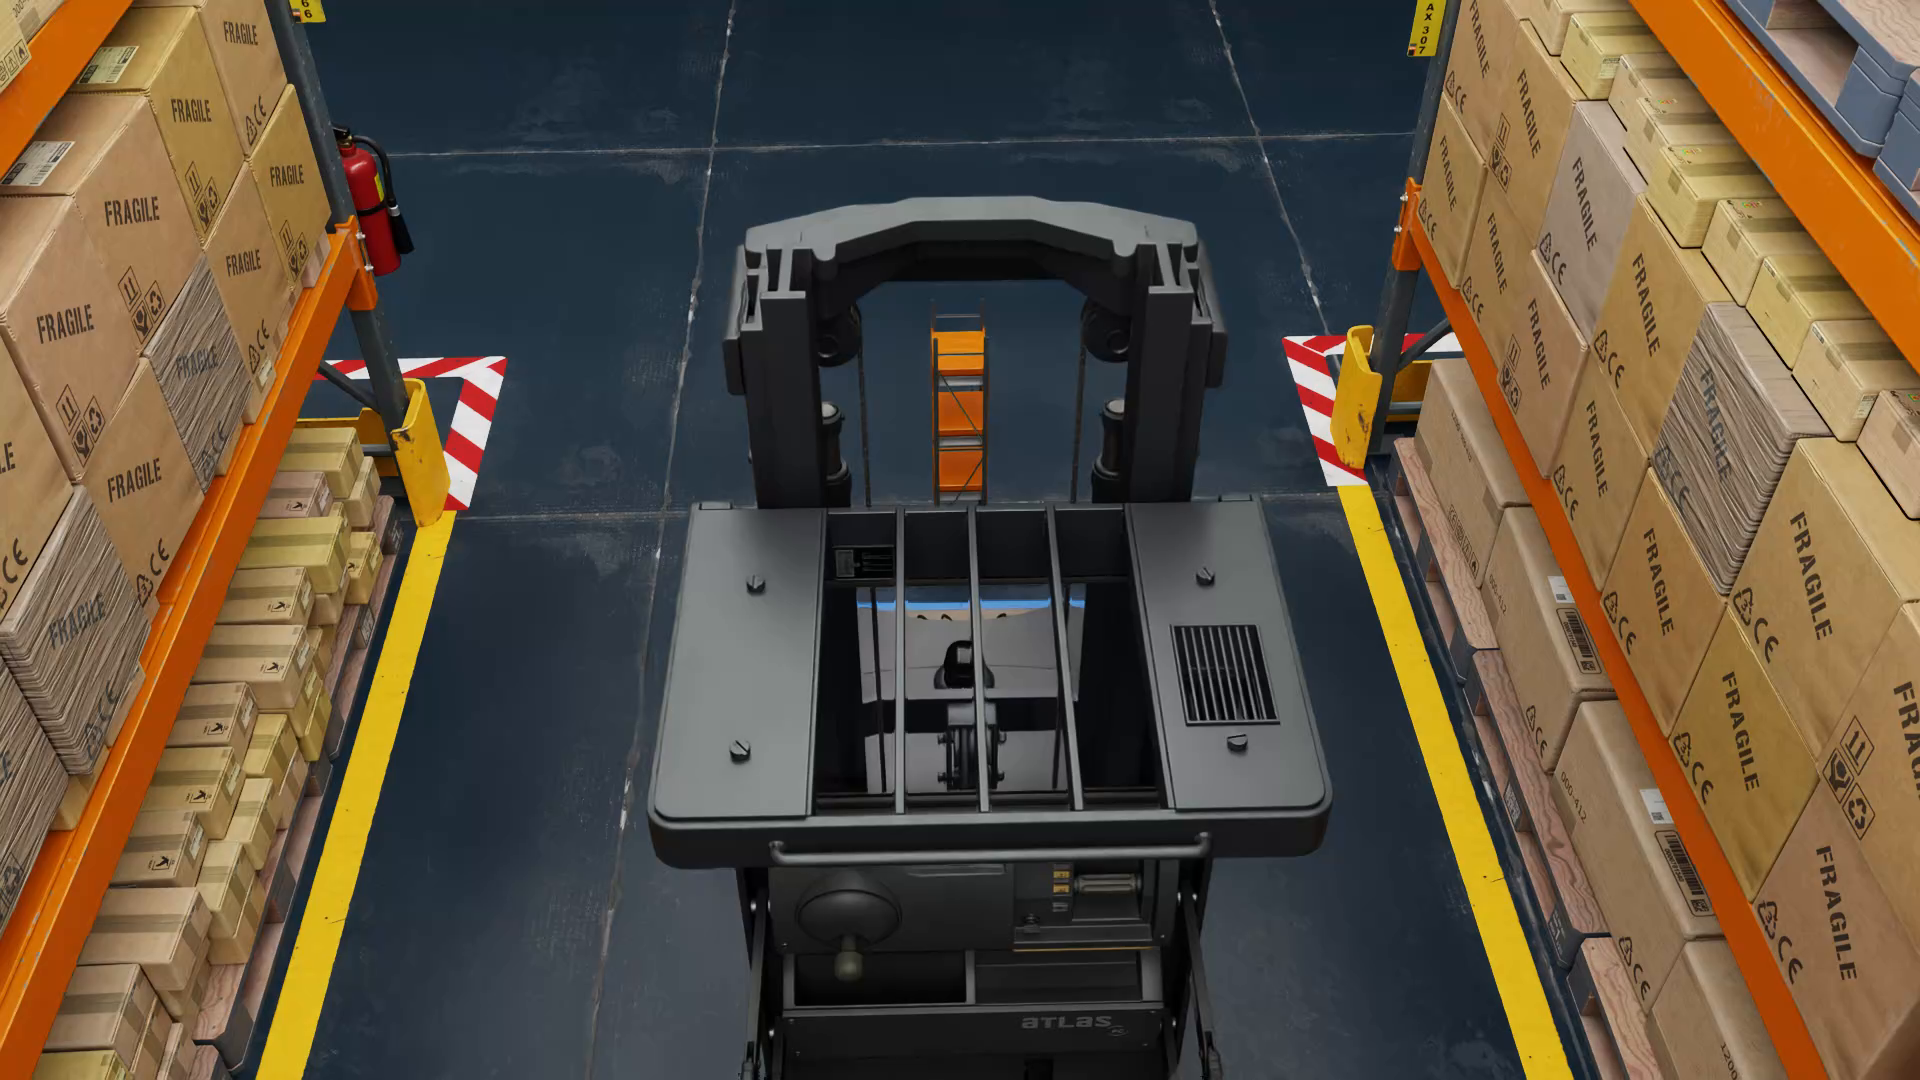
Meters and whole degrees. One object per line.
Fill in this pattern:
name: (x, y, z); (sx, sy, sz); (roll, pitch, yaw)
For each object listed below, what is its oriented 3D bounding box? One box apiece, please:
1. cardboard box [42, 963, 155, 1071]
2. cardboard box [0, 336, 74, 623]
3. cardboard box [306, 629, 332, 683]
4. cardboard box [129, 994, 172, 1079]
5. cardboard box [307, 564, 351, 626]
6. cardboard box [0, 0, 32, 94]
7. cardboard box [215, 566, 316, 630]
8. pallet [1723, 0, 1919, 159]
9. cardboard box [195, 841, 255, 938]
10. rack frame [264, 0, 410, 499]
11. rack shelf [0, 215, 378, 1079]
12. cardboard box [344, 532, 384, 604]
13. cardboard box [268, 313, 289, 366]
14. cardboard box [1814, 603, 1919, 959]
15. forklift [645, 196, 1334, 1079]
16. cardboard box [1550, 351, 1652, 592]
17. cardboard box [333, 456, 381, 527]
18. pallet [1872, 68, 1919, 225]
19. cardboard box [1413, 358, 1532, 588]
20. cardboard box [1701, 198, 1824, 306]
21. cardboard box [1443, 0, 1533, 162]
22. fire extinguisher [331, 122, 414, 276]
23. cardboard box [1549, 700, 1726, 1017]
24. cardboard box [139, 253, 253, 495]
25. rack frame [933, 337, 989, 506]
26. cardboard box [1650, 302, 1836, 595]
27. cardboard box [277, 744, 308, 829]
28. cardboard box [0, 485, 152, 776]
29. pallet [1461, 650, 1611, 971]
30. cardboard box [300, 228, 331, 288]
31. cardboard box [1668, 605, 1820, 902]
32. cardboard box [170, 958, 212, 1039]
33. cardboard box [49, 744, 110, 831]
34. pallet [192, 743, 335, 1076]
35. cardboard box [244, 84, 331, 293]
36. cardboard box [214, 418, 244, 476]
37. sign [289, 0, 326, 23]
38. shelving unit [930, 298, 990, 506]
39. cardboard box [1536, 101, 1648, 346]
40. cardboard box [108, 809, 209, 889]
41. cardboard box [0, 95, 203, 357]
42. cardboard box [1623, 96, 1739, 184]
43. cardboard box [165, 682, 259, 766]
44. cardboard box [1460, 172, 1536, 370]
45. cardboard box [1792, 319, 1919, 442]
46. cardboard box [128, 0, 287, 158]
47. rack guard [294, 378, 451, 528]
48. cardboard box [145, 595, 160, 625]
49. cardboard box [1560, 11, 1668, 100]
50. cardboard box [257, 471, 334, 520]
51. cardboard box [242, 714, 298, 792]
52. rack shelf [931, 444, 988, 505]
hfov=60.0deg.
cardboard box: (-2.416, 1.295, 4.476); (0.380, 0.149, 0.250); (-3, 43, -3)
cardboard box: (-2.366, -0.128, 3.636); (0.500, 0.500, 0.500); (-1, 43, -1)
cardboard box: (-2.440, 0.452, 5.836); (0.380, 0.149, 0.250); (-1, 43, -1)
cardboard box: (-2.413, 1.408, 4.573); (0.380, 0.149, 0.250); (-4, 43, -4)
cardboard box: (-2.401, 0.174, 5.919); (0.380, 0.149, 0.250); (-3, 43, -4)
cardboard box: (-2.369, -1.024, 3.539); (0.500, 0.250, 0.500); (0, 43, 0)
cardboard box: (-2.417, 0.235, 5.633); (0.380, 0.149, 0.250); (-3, 43, -4)
pallet: (2.306, -1.268, 3.759); (1.003, 0.211, 1.213); (-2, 43, -2)
cardboard box: (-2.349, 1.049, 4.964); (0.380, 0.149, 0.250); (-2, 43, -2)
rack frame: (-2.732, -1.311, 5.960); (1.000, 3.000, 0.127); (-2, 43, -2)
rack shelf: (-2.647, 0.304, 4.731); (1.077, 0.370, 4.000); (-2, 43, -2)
cardboard box: (-2.389, 0.105, 6.214); (0.380, 0.149, 0.250); (0, 43, 0)
cardboard box: (-2.437, -0.669, 5.445); (0.380, 0.149, 0.250); (-2, 43, -2)
cardboard box: (2.083, 0.463, 3.211); (0.500, 0.500, 0.500); (-2, 43, -2)
forklift: (0.039, 0.883, 3.618); (1.130, 2.935, 3.031); (-1, 43, -1)
cardboard box: (2.034, -0.204, 4.678); (0.500, 0.500, 0.500); (0, 43, 0)
cardboard box: (-2.424, -0.176, 6.302); (0.380, 0.149, 0.250); (-3, 43, -3)
pallet: (2.355, -0.447, 2.863); (1.003, 0.211, 1.213); (-2, 43, -2)
cardboard box: (2.337, -0.289, 6.431); (0.875, 0.438, 0.875); (-3, 43, -3)
cardboard box: (2.032, -0.695, 3.994); (0.380, 0.149, 0.250); (-2, 43, -2)
cardboard box: (1.945, -1.595, 5.456); (0.500, 0.500, 0.500); (-3, 43, -3)
fire extinguisher: (-2.282, -1.328, 6.313); (0.296, 0.674, 0.183); (-2, 43, -2)
cardboard box: (2.421, 0.937, 5.093); (0.875, 0.438, 0.875); (-3, 43, -3)
cardboard box: (-2.408, -0.472, 4.751); (0.500, 0.500, 0.500); (-2, 43, -2)
rack frame: (0.003, -0.341, 6.345); (0.200, 1.050, 0.008); (-2, 43, -2)
cardboard box: (2.039, -0.223, 3.960); (0.500, 0.500, 0.500); (-1, 43, -1)
cardboard box: (-2.375, 0.808, 5.448); (0.380, 0.149, 0.250); (-1, 43, -1)
cardboard box: (-2.345, 0.226, 3.989); (0.500, 0.500, 0.500); (-2, 43, -3)
pallet: (2.370, 0.866, 5.649); (1.003, 0.211, 1.213); (-2, 43, -2)
cardboard box: (-2.436, -1.006, 5.814); (0.380, 0.149, 0.250); (-2, 43, -2)
cardboard box: (2.077, 0.489, 3.922); (0.500, 0.500, 0.500); (-3, 43, -3)
cardboard box: (-2.437, 1.334, 4.874); (0.380, 0.149, 0.250); (-3, 43, -4)
cardboard box: (-2.347, 0.575, 4.089); (0.380, 0.149, 0.250); (-1, 43, -1)
pallet: (-2.681, 1.139, 5.351); (1.003, 0.211, 1.213); (-2, 43, -2)
cardboard box: (-2.456, -1.162, 5.503); (0.500, 0.500, 0.500); (-1, 43, -1)
cardboard box: (-2.421, -0.318, 5.063); (0.380, 0.149, 0.250); (-3, 43, -4)
sign: (-2.177, -1.857, 5.465); (0.100, 0.325, 0.005); (-2, 43, -2)
shelving unit: (-0.002, -0.423, 6.435); (0.215, 1.050, 0.252); (-2, 43, -2)
cardboard box: (2.004, -0.899, 4.697); (0.500, 0.500, 0.500); (-2, 43, -2)
cardboard box: (-2.439, 0.939, 4.864); (0.380, 0.149, 0.250); (-3, 43, -4)
cardboard box: (-2.411, -0.832, 4.403); (0.500, 0.500, 0.500); (0, 43, 0)
cardboard box: (1.988, -1.042, 4.373); (0.380, 0.149, 0.250); (-1, 43, -1)
cardboard box: (-2.450, 0.596, 5.239); (0.380, 0.149, 0.250); (-3, 43, -3)
cardboard box: (1.992, -0.885, 5.422); (0.500, 0.500, 0.500); (-2, 43, -2)
cardboard box: (2.069, -0.352, 3.621); (0.380, 0.149, 0.250); (-2, 43, -2)
cardboard box: (-2.464, -1.524, 5.159); (0.500, 0.500, 0.500); (-2, 43, -3)
rack guard: (-2.729, -0.338, 6.749); (1.175, 0.500, 0.348); (-2, 43, -2)
cardboard box: (-2.409, 0.214, 4.483); (0.380, 0.149, 0.250); (0, 43, 0)
cardboard box: (1.956, -1.388, 4.750); (0.380, 0.149, 0.250); (-3, 43, -3)
cardboard box: (-2.503, -0.113, 6.012); (0.380, 0.149, 0.250); (-1, 43, -1)
cardboard box: (-2.373, 0.697, 5.348); (0.380, 0.149, 0.250); (0, 43, 0)
rack shelf: (-0.002, -0.210, 6.630); (0.215, 0.259, 0.240); (-2, 43, -2)
